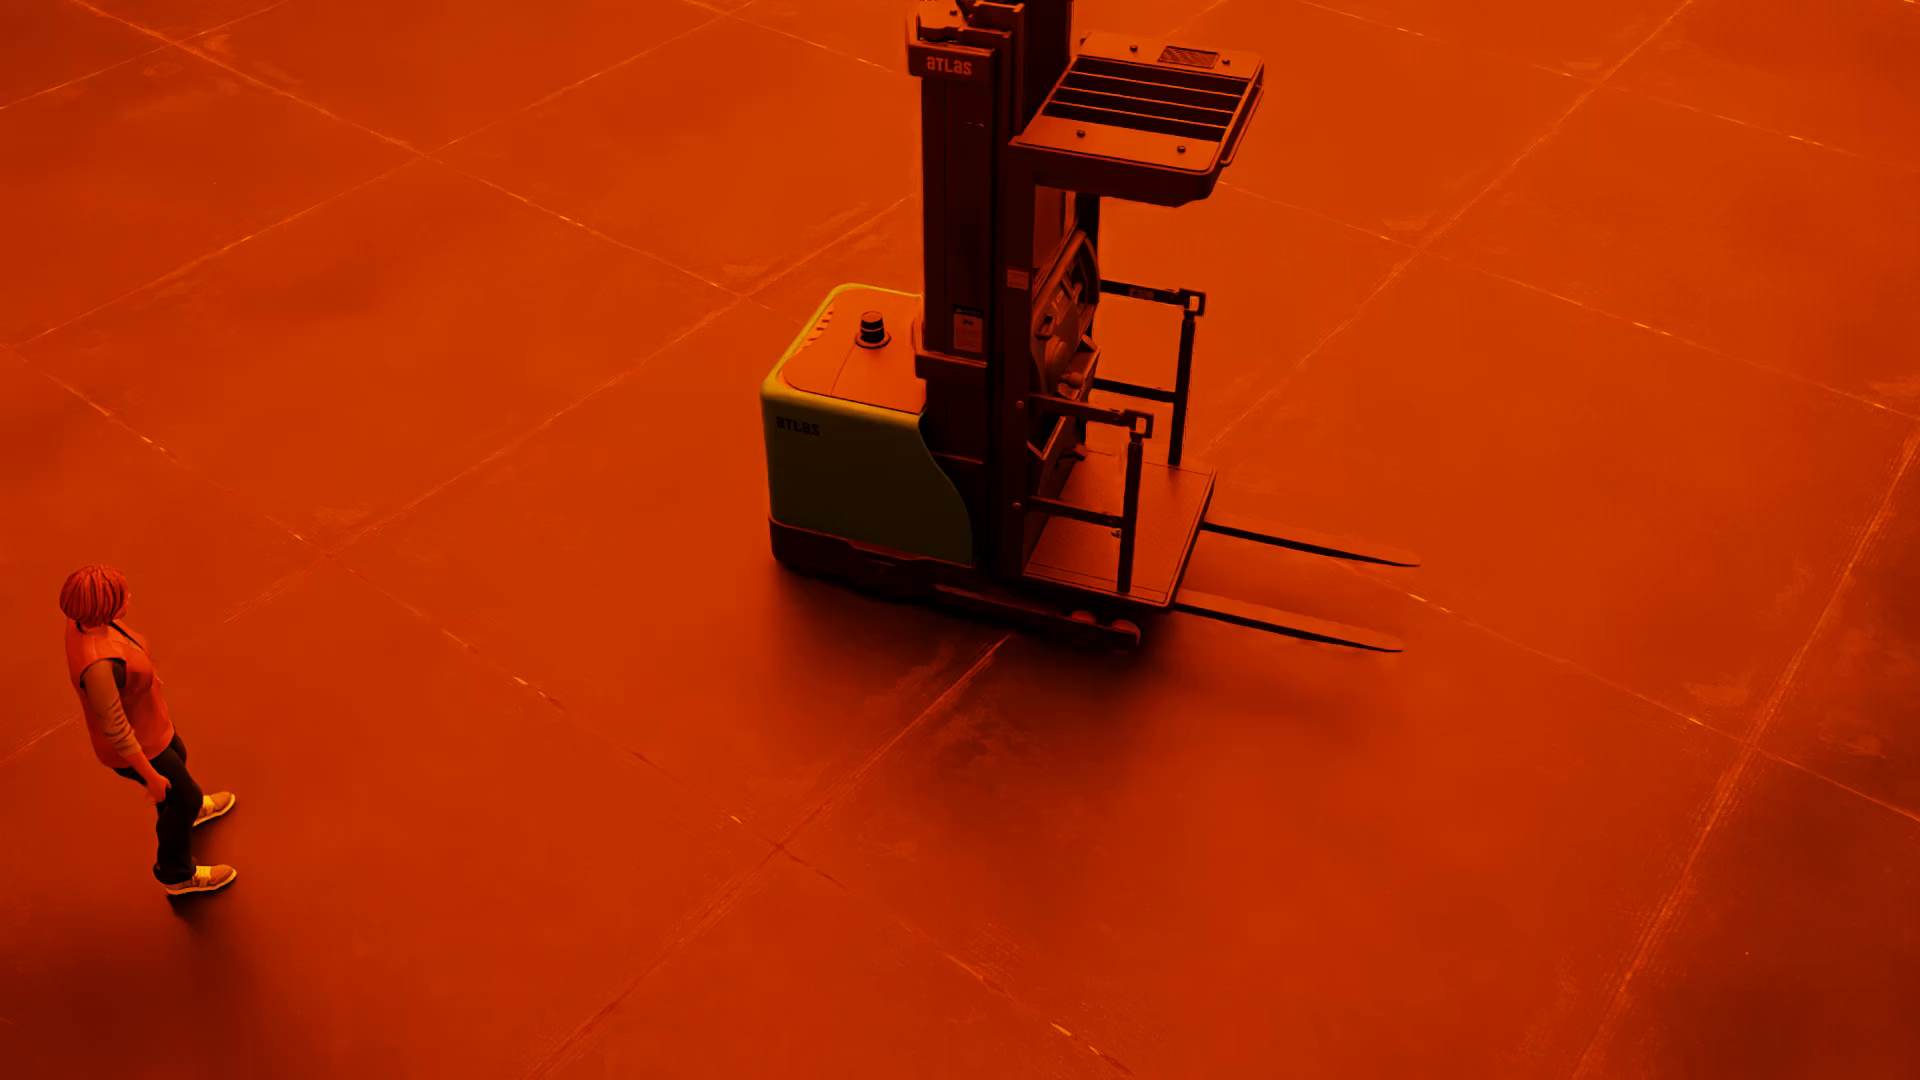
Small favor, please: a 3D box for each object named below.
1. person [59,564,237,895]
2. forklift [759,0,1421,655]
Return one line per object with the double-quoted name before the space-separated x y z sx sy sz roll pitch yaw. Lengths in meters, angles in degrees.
"person" -3.081 0.718 6.287 0.367 1.564 0.621 -21 45 -23
"forklift" 0.648 -0.974 7.216 3.031 2.935 1.130 13 42 14
